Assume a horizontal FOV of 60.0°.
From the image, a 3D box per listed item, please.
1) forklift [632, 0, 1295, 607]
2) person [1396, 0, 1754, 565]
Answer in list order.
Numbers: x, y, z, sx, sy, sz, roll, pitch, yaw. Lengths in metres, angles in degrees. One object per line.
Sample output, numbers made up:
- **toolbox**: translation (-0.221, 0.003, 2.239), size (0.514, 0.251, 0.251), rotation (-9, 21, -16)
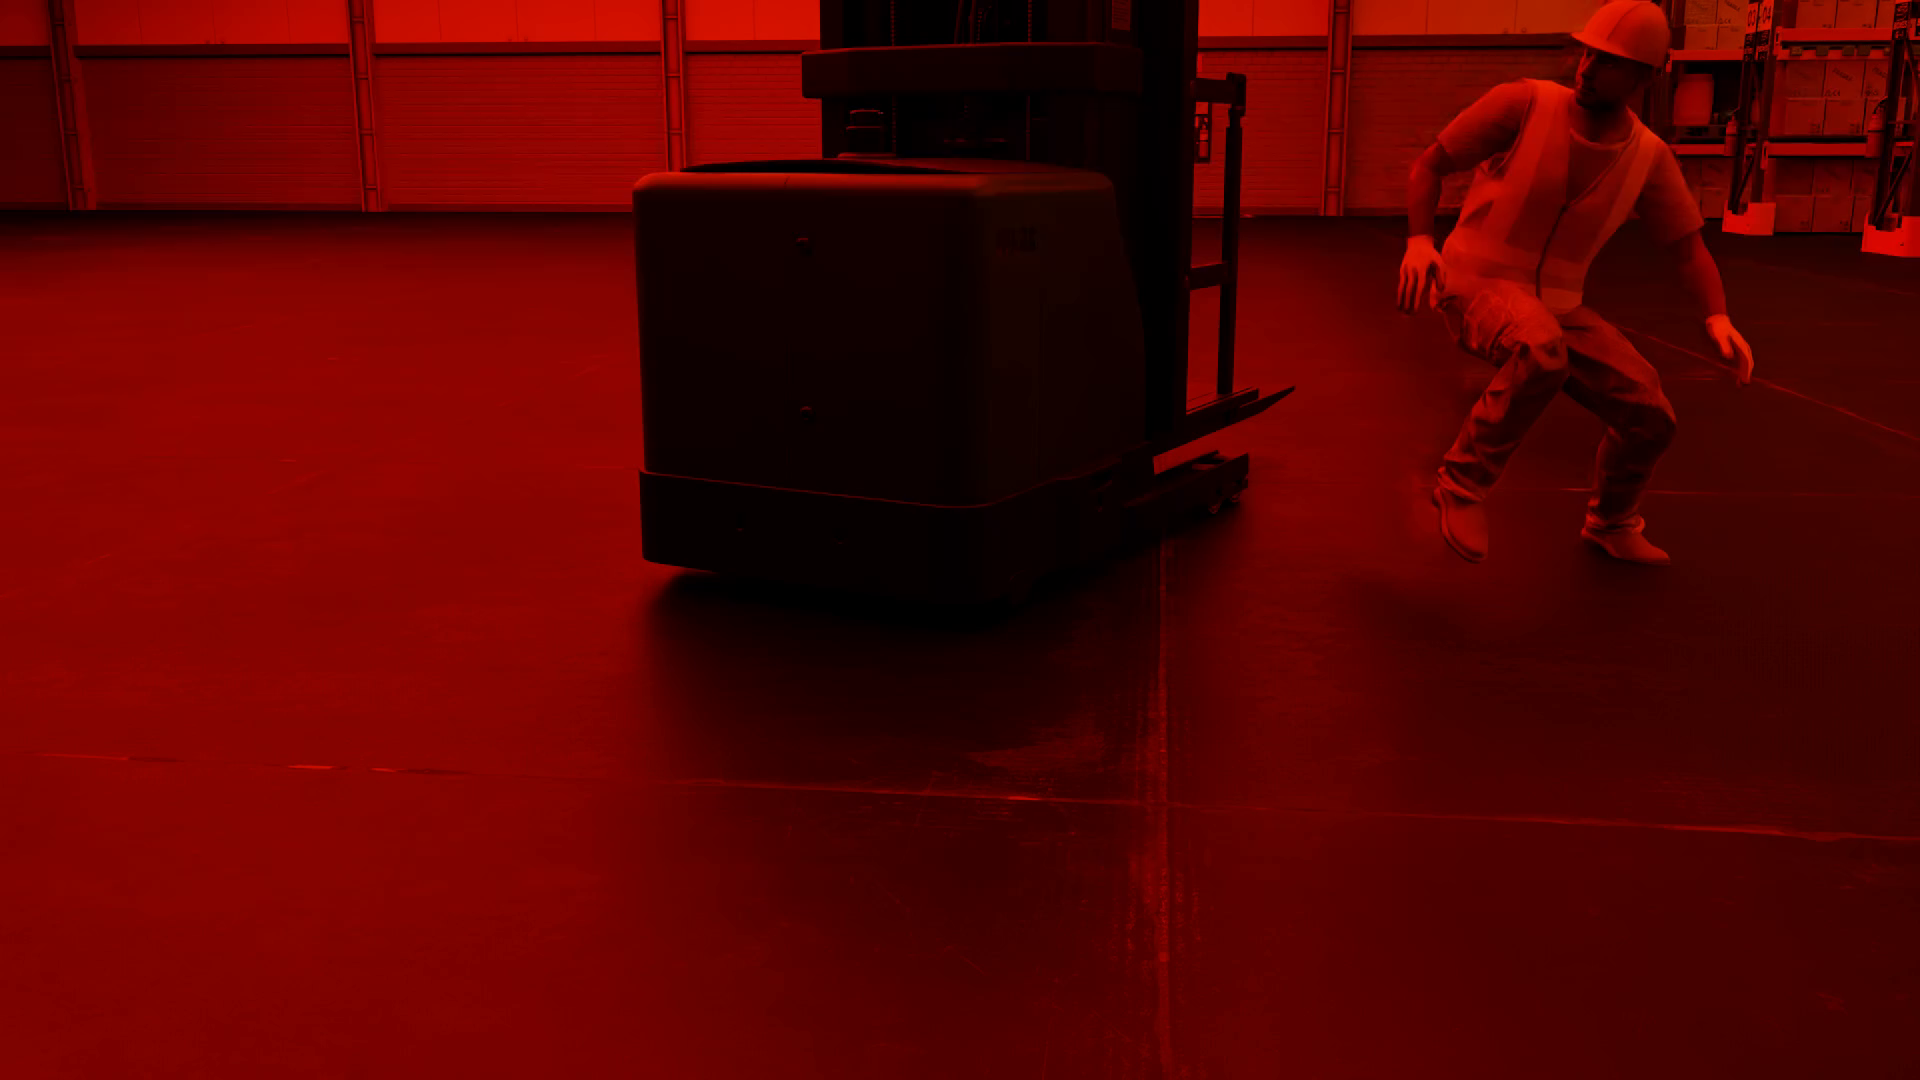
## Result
- **forklift**: translation (0.299, -1.552, 5.146), size (1.130, 2.935, 3.031), rotation (7, 15, 28)
- **person**: translation (1.611, -0.648, 4.466), size (0.826, 1.536, 0.699), rotation (-3, 14, -13)
